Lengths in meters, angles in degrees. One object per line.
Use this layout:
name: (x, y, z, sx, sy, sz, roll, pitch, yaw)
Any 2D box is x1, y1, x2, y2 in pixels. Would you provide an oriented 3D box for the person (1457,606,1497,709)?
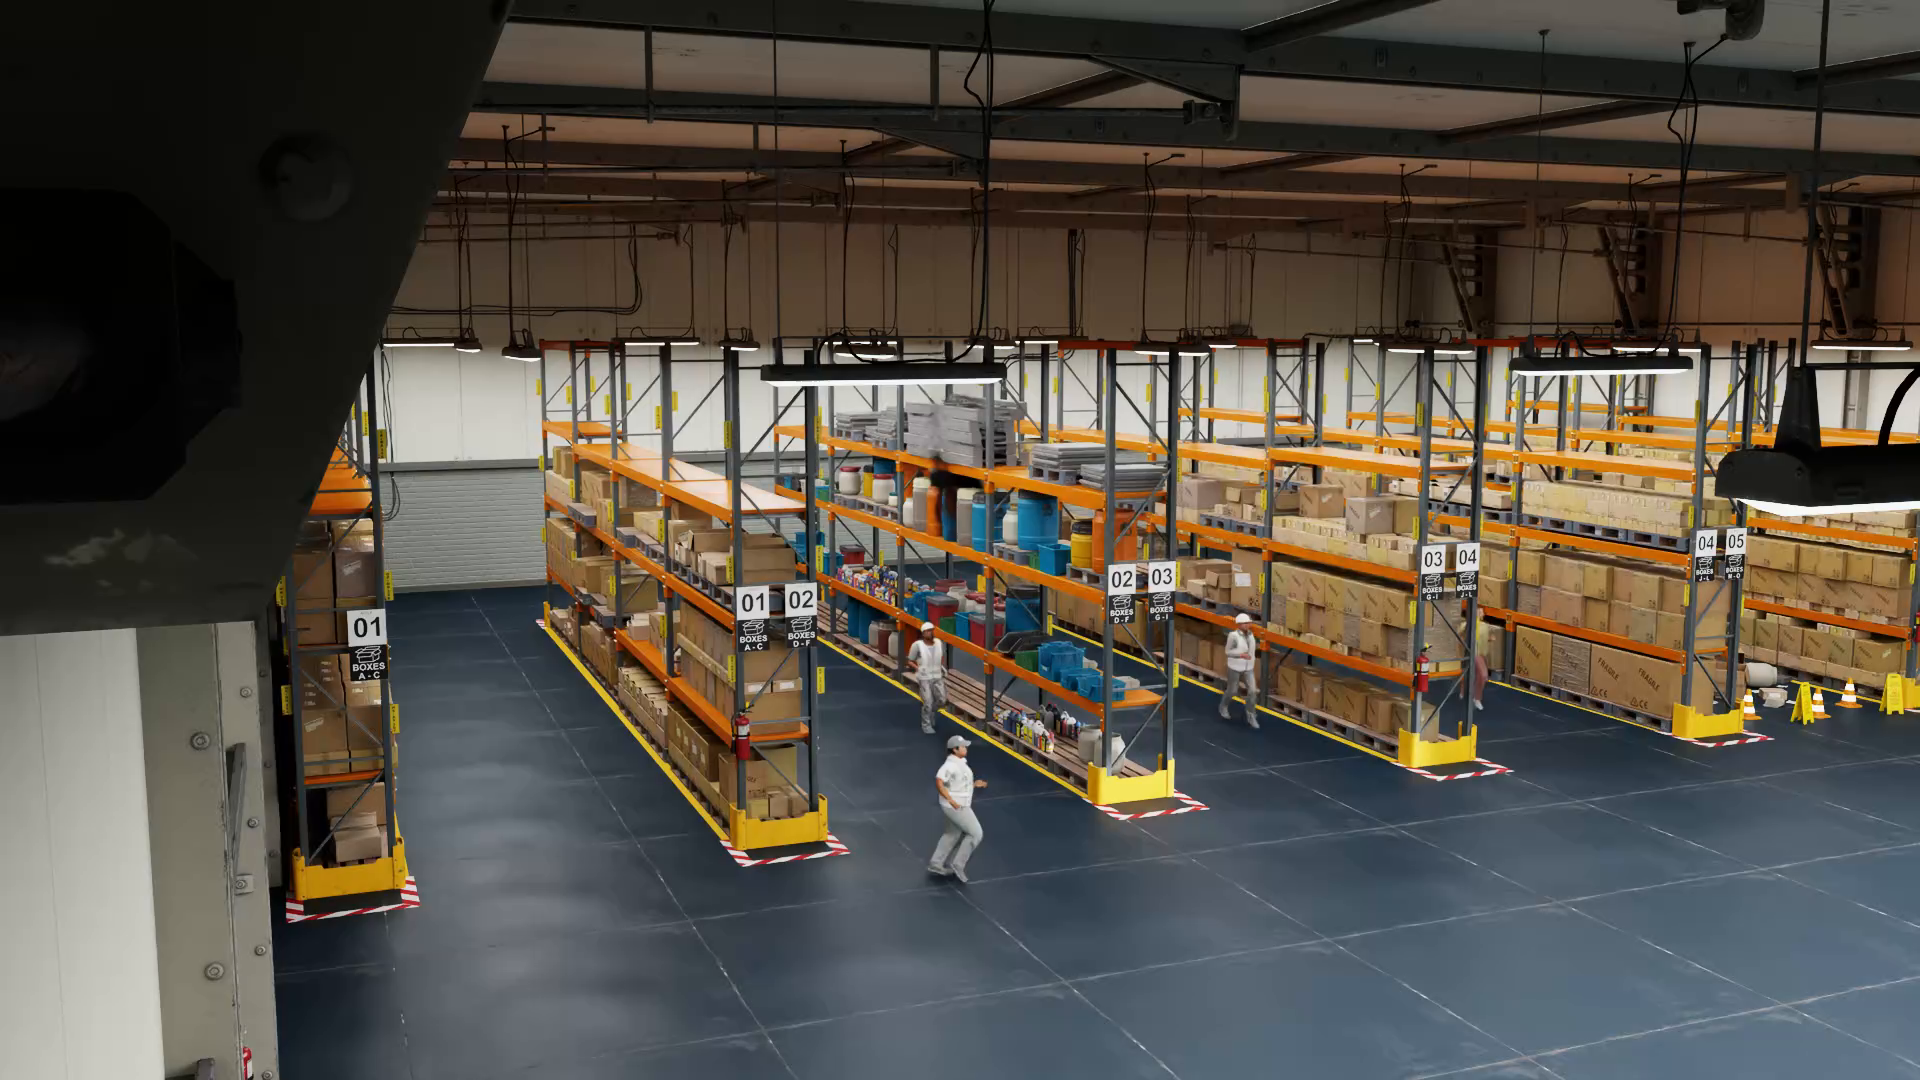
person: (8.562, 1.931, 27.543, 0.559, 1.706, 0.661, -5, 9, -35)

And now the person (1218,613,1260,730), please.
person: (4.411, 2.034, 26.283, 0.610, 1.805, 0.888, -3, 8, -21)

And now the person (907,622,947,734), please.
person: (-0.462, 2.132, 25.675, 0.675, 1.735, 0.610, -4, 8, -26)

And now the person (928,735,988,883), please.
person: (-0.020, 3.063, 18.994, 0.685, 1.687, 0.579, 0, 7, 0)
